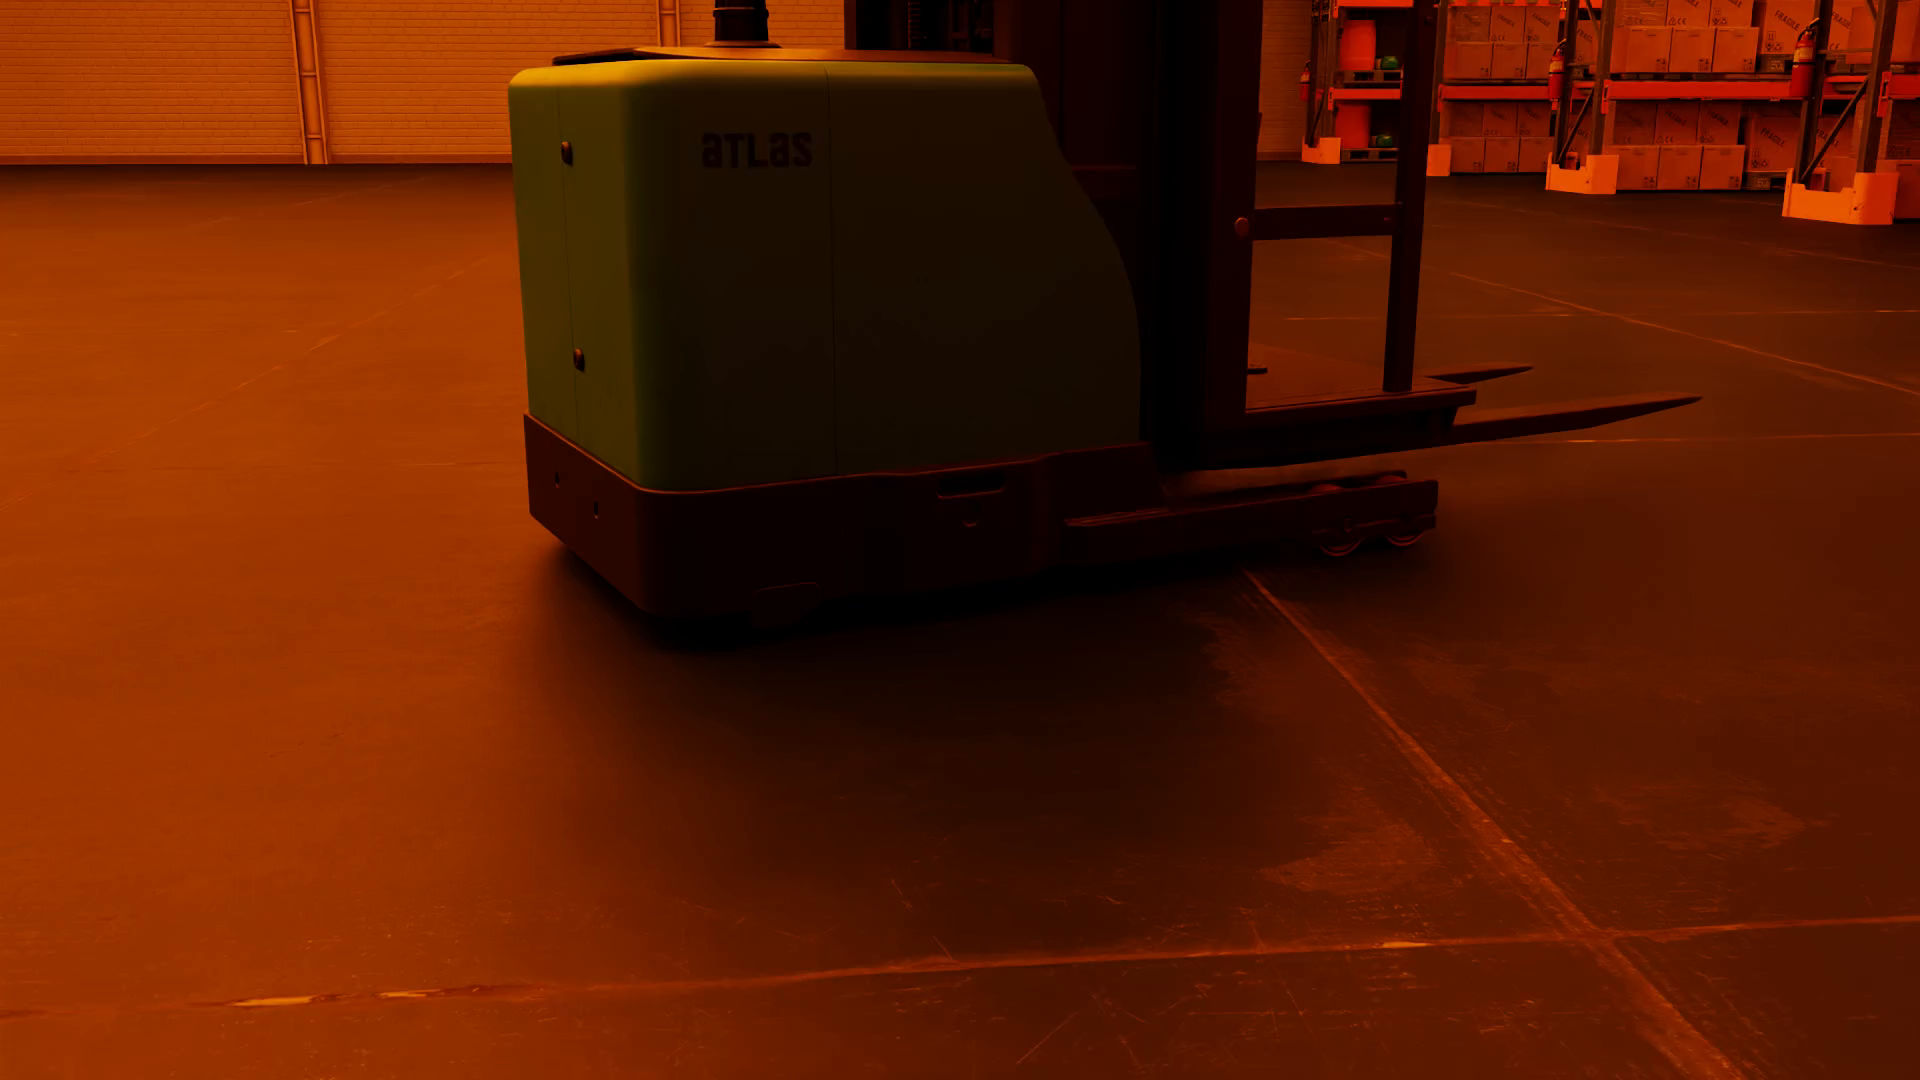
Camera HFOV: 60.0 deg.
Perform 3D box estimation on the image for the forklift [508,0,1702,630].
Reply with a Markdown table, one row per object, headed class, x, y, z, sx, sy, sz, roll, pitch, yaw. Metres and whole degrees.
| class | x | y | z | sx | sy | sz | roll | pitch | yaw |
| --- | --- | --- | --- | --- | --- | --- | --- | --- | --- |
| forklift | 0.538 | -1.490 | 3.837 | 3.031 | 2.935 | 1.130 | -8 | 17 | -27 |
